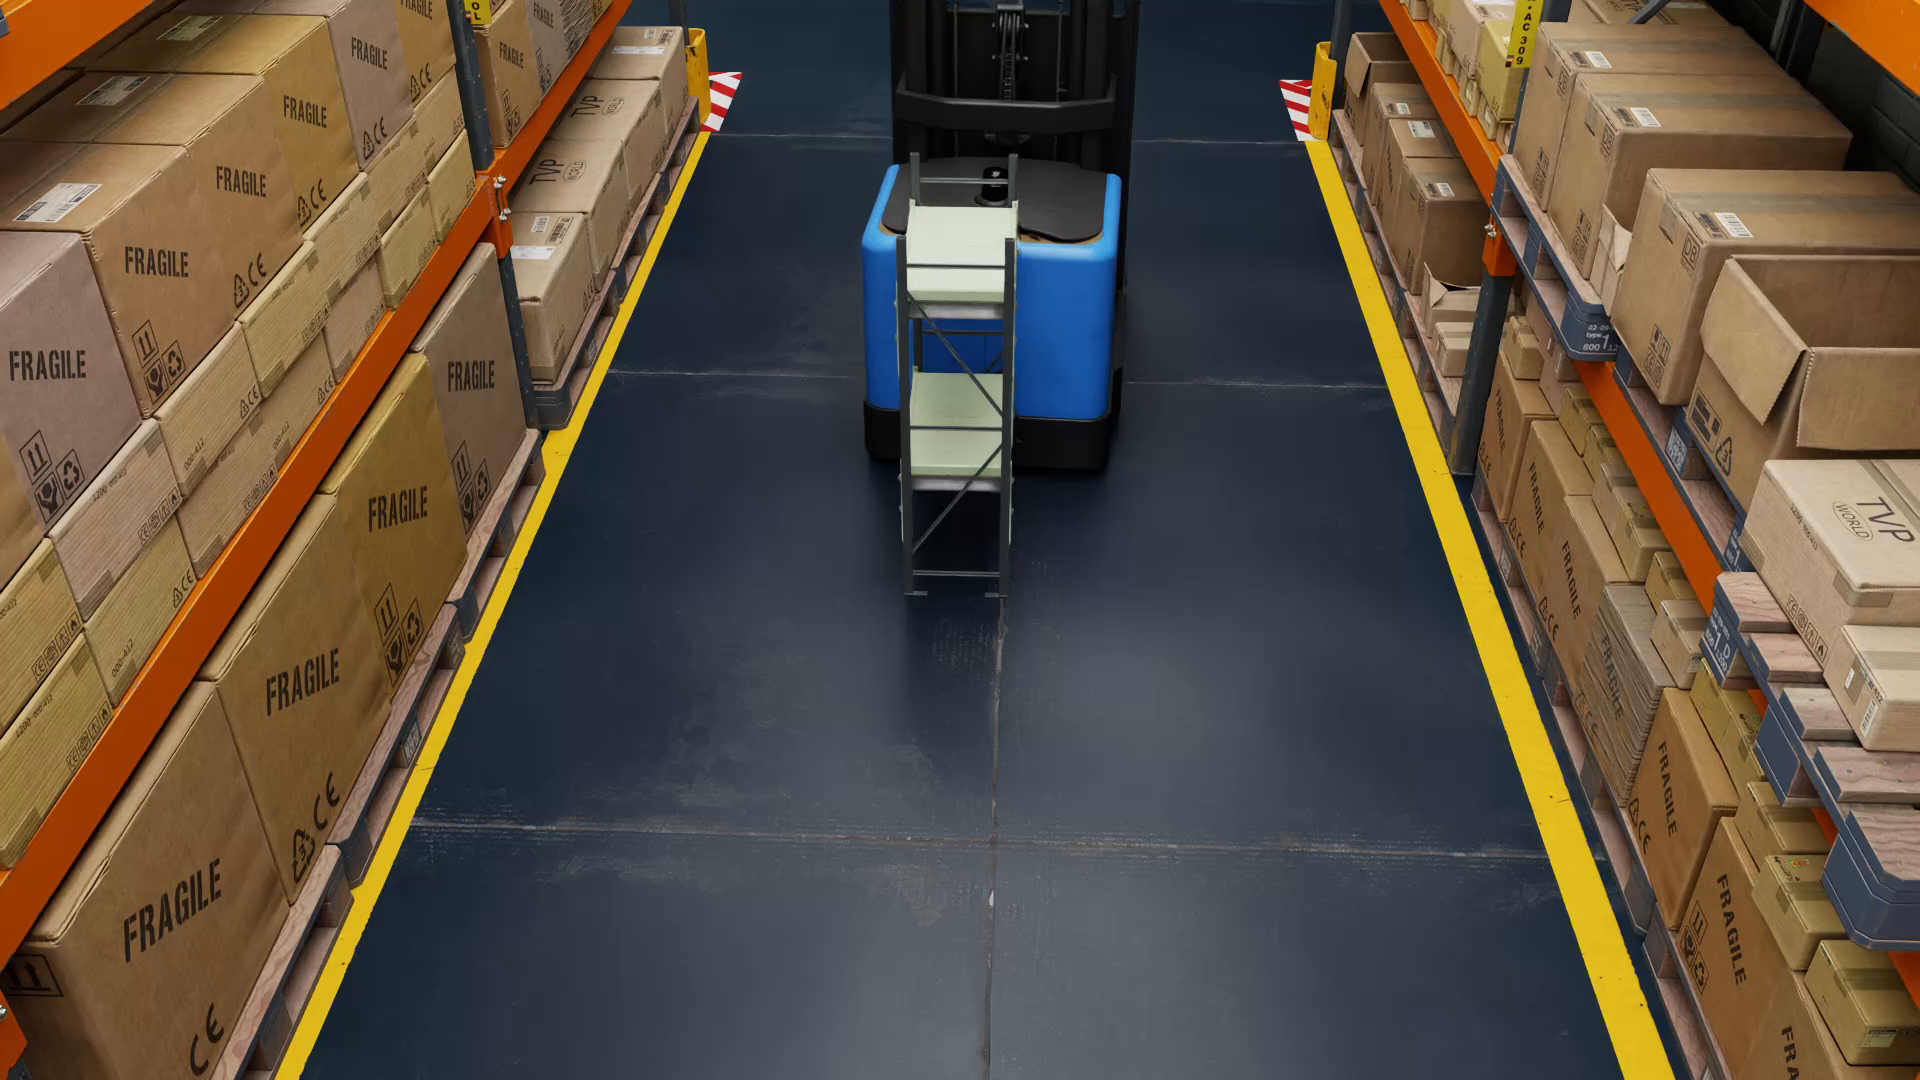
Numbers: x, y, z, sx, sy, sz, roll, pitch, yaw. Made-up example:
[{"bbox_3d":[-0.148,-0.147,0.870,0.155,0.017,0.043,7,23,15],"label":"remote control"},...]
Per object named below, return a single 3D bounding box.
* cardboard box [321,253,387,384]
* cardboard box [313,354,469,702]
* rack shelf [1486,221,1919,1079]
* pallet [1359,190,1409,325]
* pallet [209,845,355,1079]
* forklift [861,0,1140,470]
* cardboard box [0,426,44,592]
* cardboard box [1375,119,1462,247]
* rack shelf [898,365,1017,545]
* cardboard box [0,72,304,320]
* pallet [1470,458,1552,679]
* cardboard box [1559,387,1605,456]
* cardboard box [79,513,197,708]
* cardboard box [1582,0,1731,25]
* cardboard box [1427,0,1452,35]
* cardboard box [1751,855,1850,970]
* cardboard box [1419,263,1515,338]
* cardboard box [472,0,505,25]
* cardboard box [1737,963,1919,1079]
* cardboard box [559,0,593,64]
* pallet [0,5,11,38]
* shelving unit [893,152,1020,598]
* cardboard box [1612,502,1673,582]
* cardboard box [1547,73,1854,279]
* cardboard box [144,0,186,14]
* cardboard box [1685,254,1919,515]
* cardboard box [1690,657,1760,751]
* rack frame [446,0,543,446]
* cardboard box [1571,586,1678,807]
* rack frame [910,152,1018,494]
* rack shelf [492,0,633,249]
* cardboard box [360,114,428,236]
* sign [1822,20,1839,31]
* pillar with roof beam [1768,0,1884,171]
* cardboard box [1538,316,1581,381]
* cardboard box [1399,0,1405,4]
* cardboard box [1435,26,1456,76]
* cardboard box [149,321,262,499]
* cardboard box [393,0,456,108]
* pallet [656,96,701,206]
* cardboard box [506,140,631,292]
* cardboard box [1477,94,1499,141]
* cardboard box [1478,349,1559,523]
[{"bbox_3d":[-2.175,-0.729,5.309,0.500,0.250,0.500,0,35,1],"label":"cardboard box"},{"bbox_3d":[-2.321,-0.061,5.711,0.875,0.875,0.875,2,35,3],"label":"cardboard box"},{"bbox_3d":[2.532,-0.080,4.881,1.077,0.370,4.000,1,35,2],"label":"rack shelf"},{"bbox_3d":[2.687,-1.480,8.673,1.003,0.211,1.213,1,35,2],"label":"pallet"},{"bbox_3d":[-2.401,1.352,4.643,1.003,0.211,1.213,1,35,2],"label":"pallet"},{"bbox_3d":[0.264,-2.329,7.515,1.130,2.935,3.031,4,35,5],"label":"forklift"},{"bbox_3d":[-2.244,-0.066,3.278,0.500,0.500,0.500,0,35,0],"label":"cardboard box"},{"bbox_3d":[2.459,-1.830,8.554,0.500,0.500,0.500,2,35,3],"label":"cardboard box"},{"bbox_3d":[0.000,-0.343,6.501,0.431,0.370,0.720,1,35,2],"label":"rack shelf"},{"bbox_3d":[-2.174,-0.938,4.519,0.500,0.500,0.500,2,35,3],"label":"cardboard box"},{"bbox_3d":[2.617,0.085,6.445,1.003,0.211,1.213,1,35,2],"label":"pallet"},{"bbox_3d":[2.399,-0.430,5.997,0.380,0.149,0.250,0,35,-1],"label":"cardboard box"},{"bbox_3d":[-2.234,0.153,4.055,0.500,0.250,0.500,0,35,1],"label":"cardboard box"},{"bbox_3d":[2.915,-2.151,7.073,0.500,0.250,0.500,1,35,1],"label":"cardboard box"},{"bbox_3d":[2.428,-2.457,7.509,0.500,0.250,0.500,1,35,2],"label":"cardboard box"},{"bbox_3d":[2.198,0.913,4.087,0.380,0.149,0.250,0,35,-1],"label":"cardboard box"},{"bbox_3d":[2.356,-1.109,7.732,0.396,0.266,0.258,3,35,4],"label":"cardboard box"},{"bbox_3d":[-2.086,-2.354,6.534,0.500,0.500,0.500,2,35,2],"label":"cardboard box"},{"bbox_3d":[2.254,1.377,3.990,0.500,0.500,0.500,2,35,3],"label":"cardboard box"},{"bbox_3d":[-2.016,-2.515,7.633,0.500,0.500,0.500,2,35,2],"label":"cardboard box"},{"bbox_3d":[-2.535,-0.859,2.919,1.213,0.211,1.003,3,35,4],"label":"pallet"},{"bbox_3d":[0.000,-0.610,6.313,0.431,1.500,0.755,1,35,2],"label":"shelving unit"},{"bbox_3d":[2.342,0.013,5.367,0.380,0.149,0.250,3,35,4],"label":"cardboard box"},{"bbox_3d":[2.349,-1.166,5.348,0.700,0.500,0.500,2,35,2],"label":"cardboard box"},{"bbox_3d":[-2.645,-1.547,5.386,0.500,0.500,0.500,1,35,2],"label":"cardboard box"},{"bbox_3d":[2.332,-0.382,4.229,0.797,0.503,0.637,1,35,1],"label":"cardboard box"},{"bbox_3d":[2.318,0.469,4.719,0.380,0.149,0.250,1,35,1],"label":"cardboard box"},{"bbox_3d":[-2.348,-1.636,6.469,1.000,3.000,0.127,1,35,2],"label":"rack frame"},{"bbox_3d":[2.305,0.491,5.252,0.500,0.500,0.500,0,35,0],"label":"cardboard box"},{"bbox_3d":[0.014,-0.820,6.613,0.400,1.500,0.023,1,35,2],"label":"rack frame"},{"bbox_3d":[-2.267,-2.491,8.311,1.077,0.370,4.000,1,35,2],"label":"rack shelf"},{"bbox_3d":[-2.135,-1.233,5.592,0.500,0.250,0.500,2,35,3],"label":"cardboard box"},{"bbox_3d":[3.167,-1.987,5.961,0.100,0.325,0.005,1,35,2],"label":"sign"},{"bbox_3d":[-0.761,-4.457,5.265,9.100,9.000,0.400,1,35,2],"label":"pillar with roof beam"},{"bbox_3d":[2.369,-0.710,6.137,0.380,0.149,0.250,0,35,0],"label":"cardboard box"},{"bbox_3d":[2.384,-2.798,8.340,0.380,0.149,0.250,0,35,1],"label":"cardboard box"},{"bbox_3d":[2.368,-2.207,7.501,0.380,0.149,0.250,1,35,1],"label":"cardboard box"},{"bbox_3d":[-2.187,-0.350,4.334,0.500,0.250,0.500,1,35,2],"label":"cardboard box"},{"bbox_3d":[-2.115,-1.824,5.780,0.500,0.500,0.500,2,35,3],"label":"cardboard box"},{"bbox_3d":[-2.141,-2.332,9.885,1.003,0.211,1.213,1,35,2],"label":"pallet"},{"bbox_3d":[-2.180,-1.632,8.327,0.875,0.438,0.875,0,35,0],"label":"cardboard box"},{"bbox_3d":[2.362,-1.760,6.864,0.380,0.149,0.250,2,35,3],"label":"cardboard box"},{"bbox_3d":[2.368,-0.400,6.519,0.500,0.500,0.500,3,35,4],"label":"cardboard box"}]
